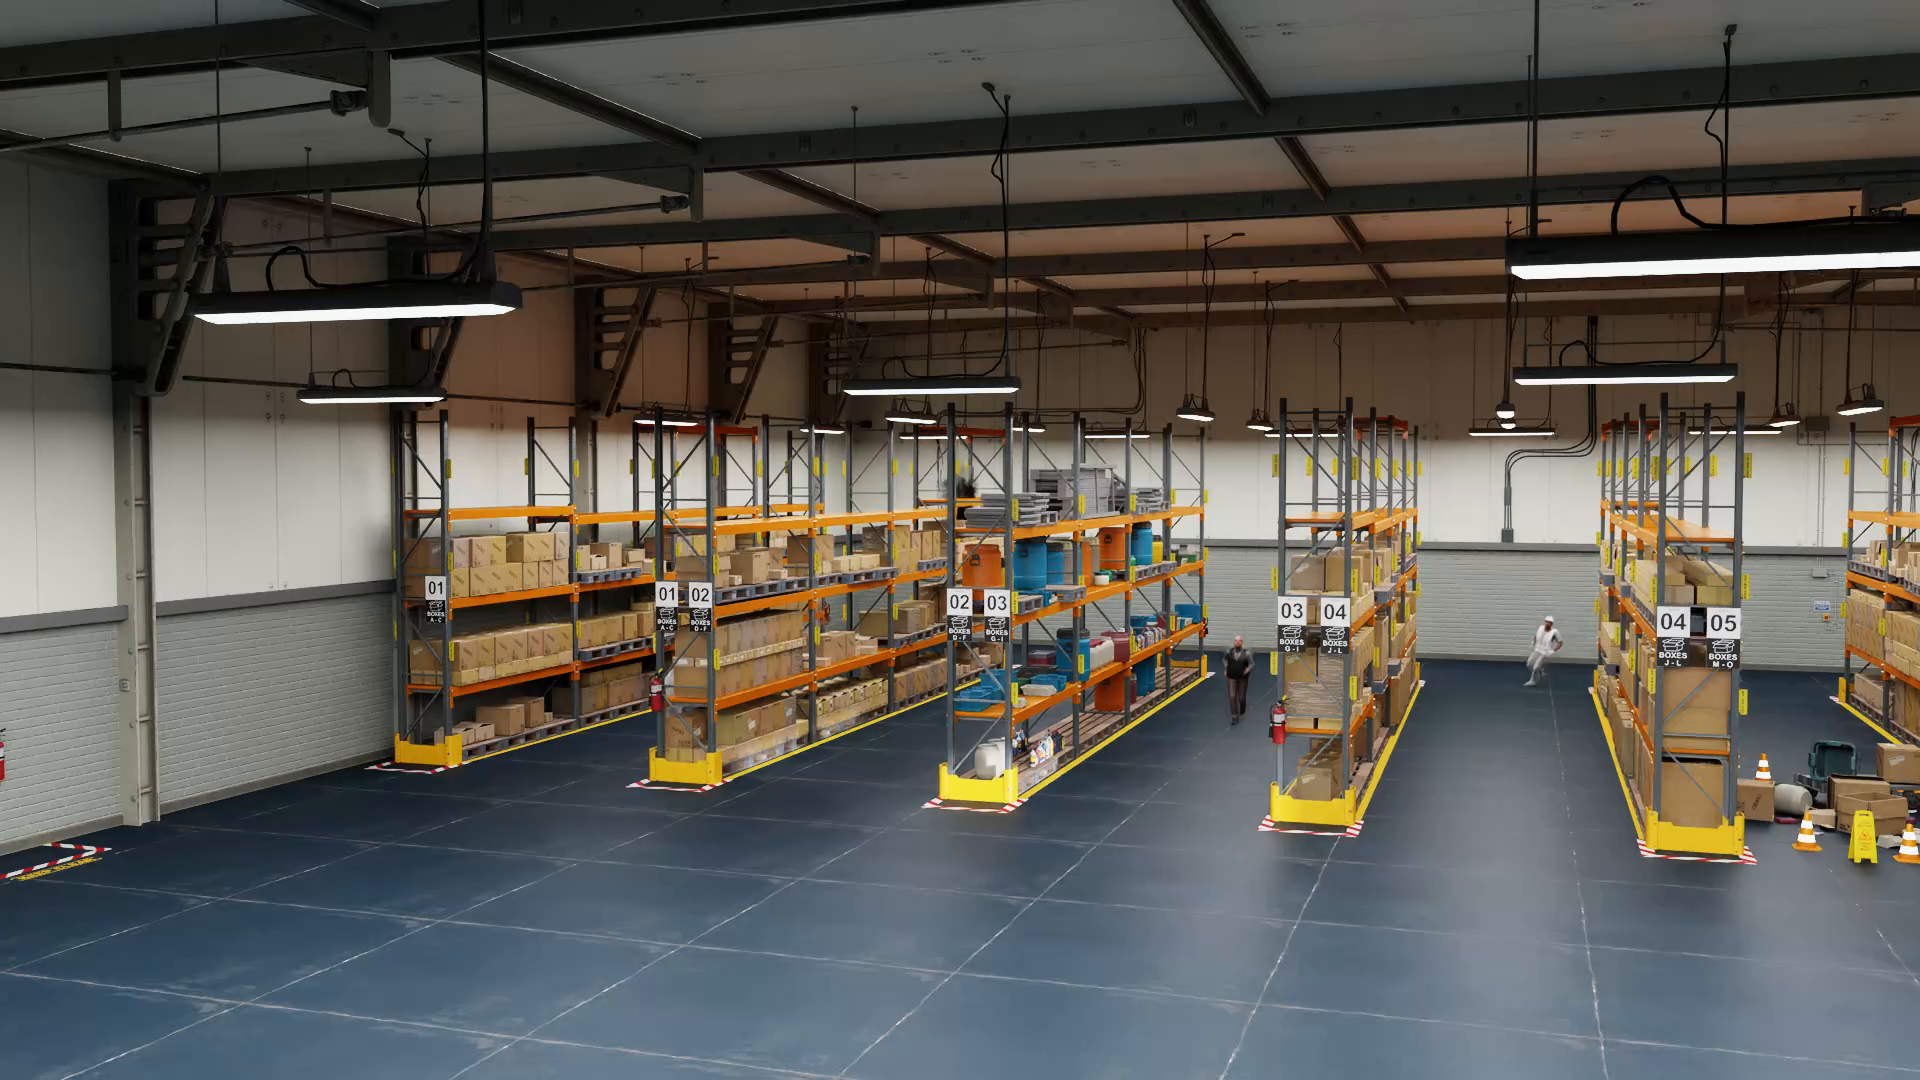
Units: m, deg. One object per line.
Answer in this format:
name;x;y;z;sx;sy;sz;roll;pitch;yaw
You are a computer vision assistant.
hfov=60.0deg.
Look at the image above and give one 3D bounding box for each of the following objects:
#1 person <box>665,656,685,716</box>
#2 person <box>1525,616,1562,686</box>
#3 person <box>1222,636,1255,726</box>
person;-4.993;2.893;29.159;0.701;1.716;0.587;0;2;9
person;13.342;2.549;38.033;0.570;1.650;0.793;-1;3;-27
person;5.479;2.753;32.790;0.662;1.721;0.880;1;3;15
